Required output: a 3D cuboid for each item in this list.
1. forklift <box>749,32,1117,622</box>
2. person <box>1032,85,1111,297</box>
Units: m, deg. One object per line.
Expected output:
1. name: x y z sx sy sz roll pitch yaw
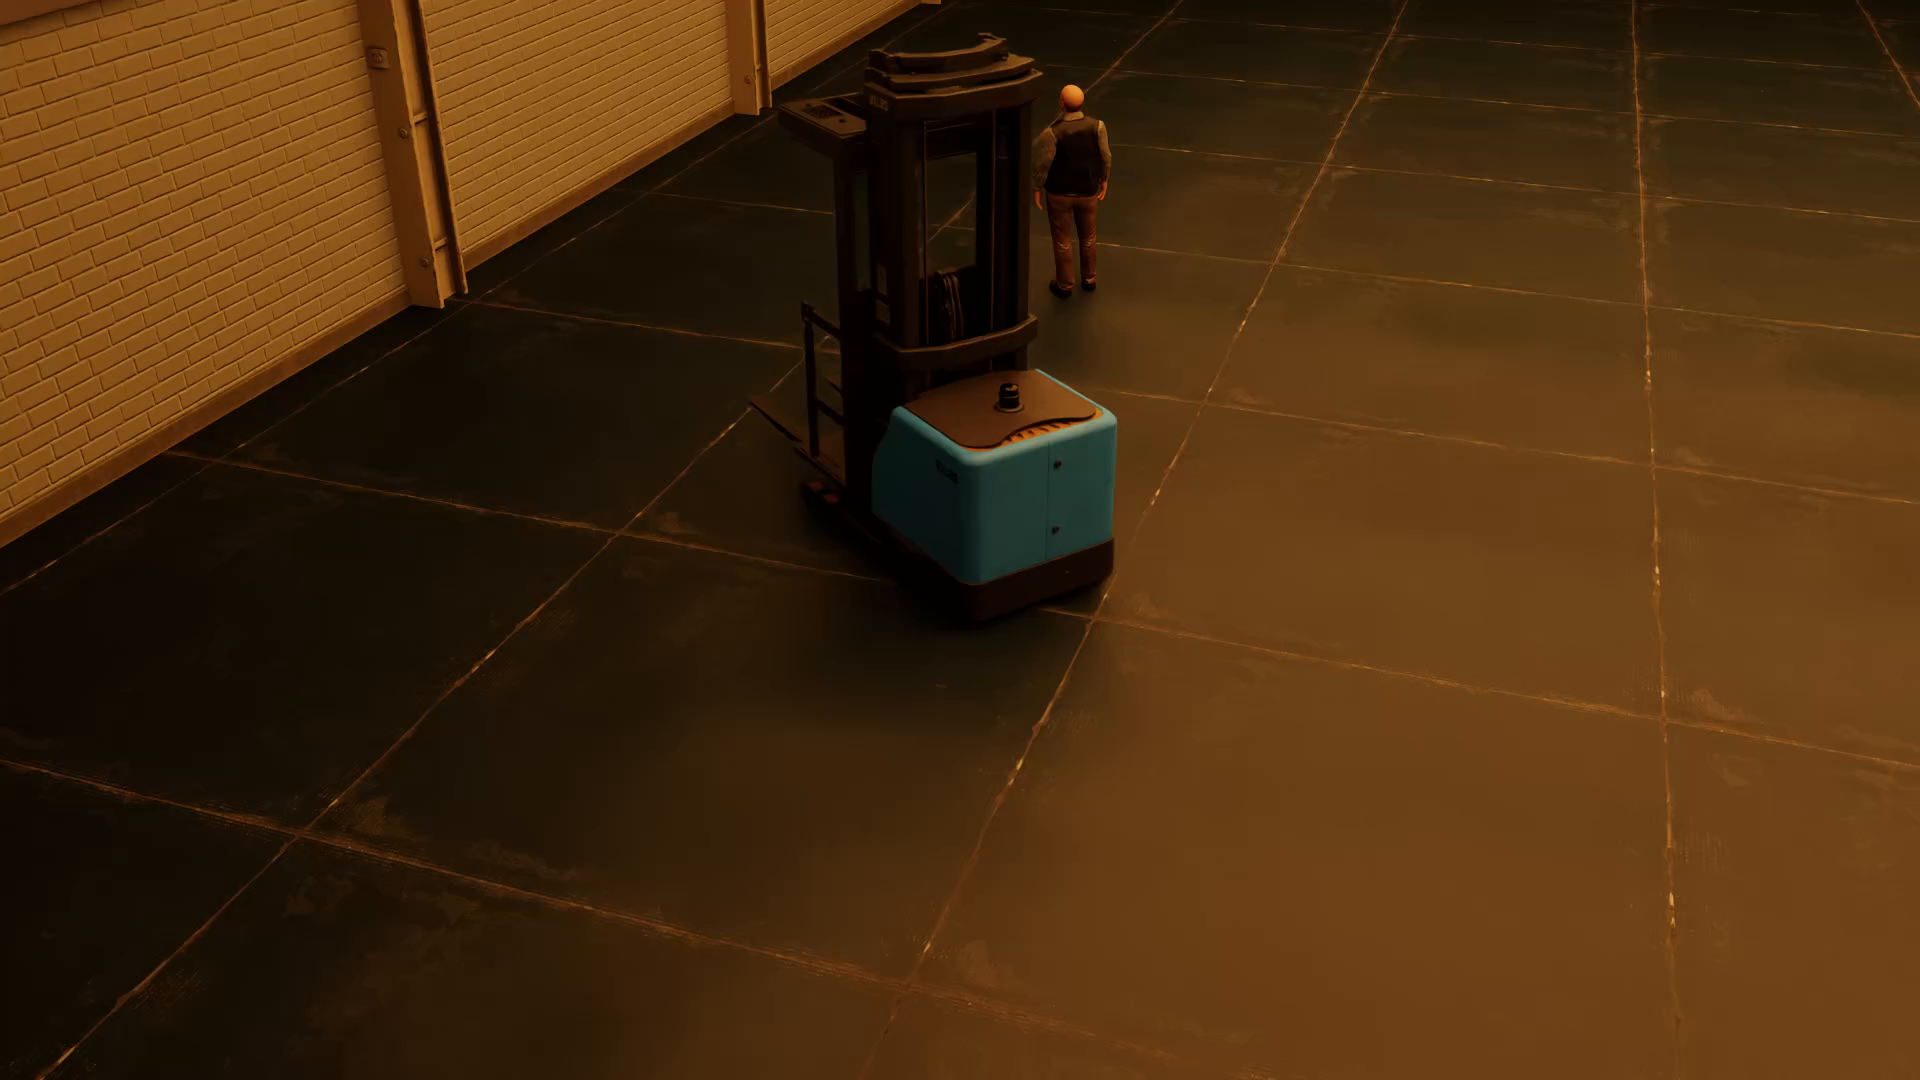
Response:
1. forklift: -0.340 -1.509 9.784 1.130 2.935 3.031 -18 34 -28
2. person: 0.870 -2.789 13.235 0.632 1.719 0.570 -6 30 -11
